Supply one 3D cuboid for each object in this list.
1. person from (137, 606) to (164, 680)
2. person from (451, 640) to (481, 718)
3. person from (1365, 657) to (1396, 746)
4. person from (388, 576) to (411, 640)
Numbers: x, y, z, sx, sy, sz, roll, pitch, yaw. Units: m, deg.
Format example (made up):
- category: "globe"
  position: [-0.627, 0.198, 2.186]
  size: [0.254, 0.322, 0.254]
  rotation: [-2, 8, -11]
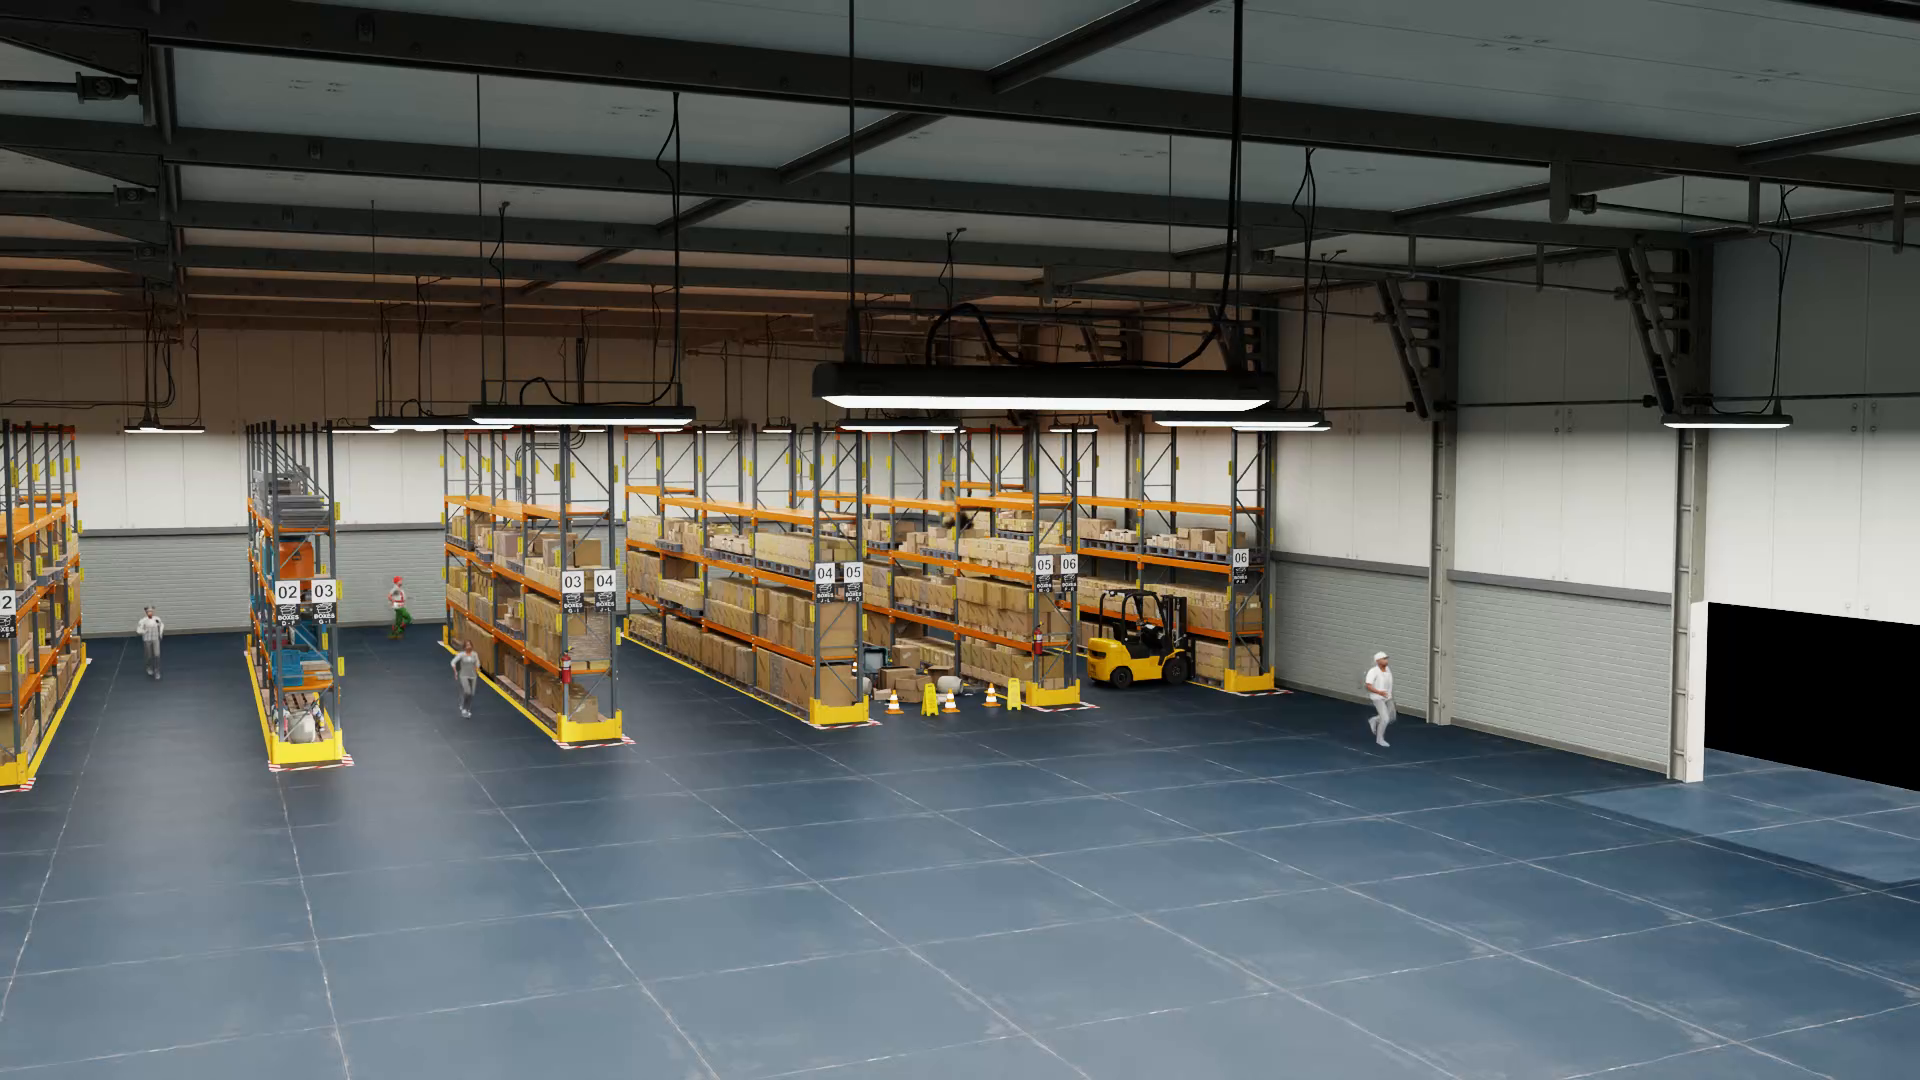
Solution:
- category: "person"
  position: [-19.144, 2.420, 39.355]
  size: [0.603, 1.730, 0.839]
  rotation: [-2, 4, -32]
- category: "person"
  position: [-9.969, 2.813, 33.690]
  size: [0.514, 1.574, 0.645]
  rotation: [-3, 4, -37]
- category: "person"
  position: [7.805, 2.957, 30.880]
  size: [0.736, 1.690, 0.613]
  rotation: [-3, 5, -40]
- category: "person"
  position: [-15.729, 1.911, 46.671]
  size: [0.632, 1.776, 0.632]
  rotation: [-1, 4, -15]
